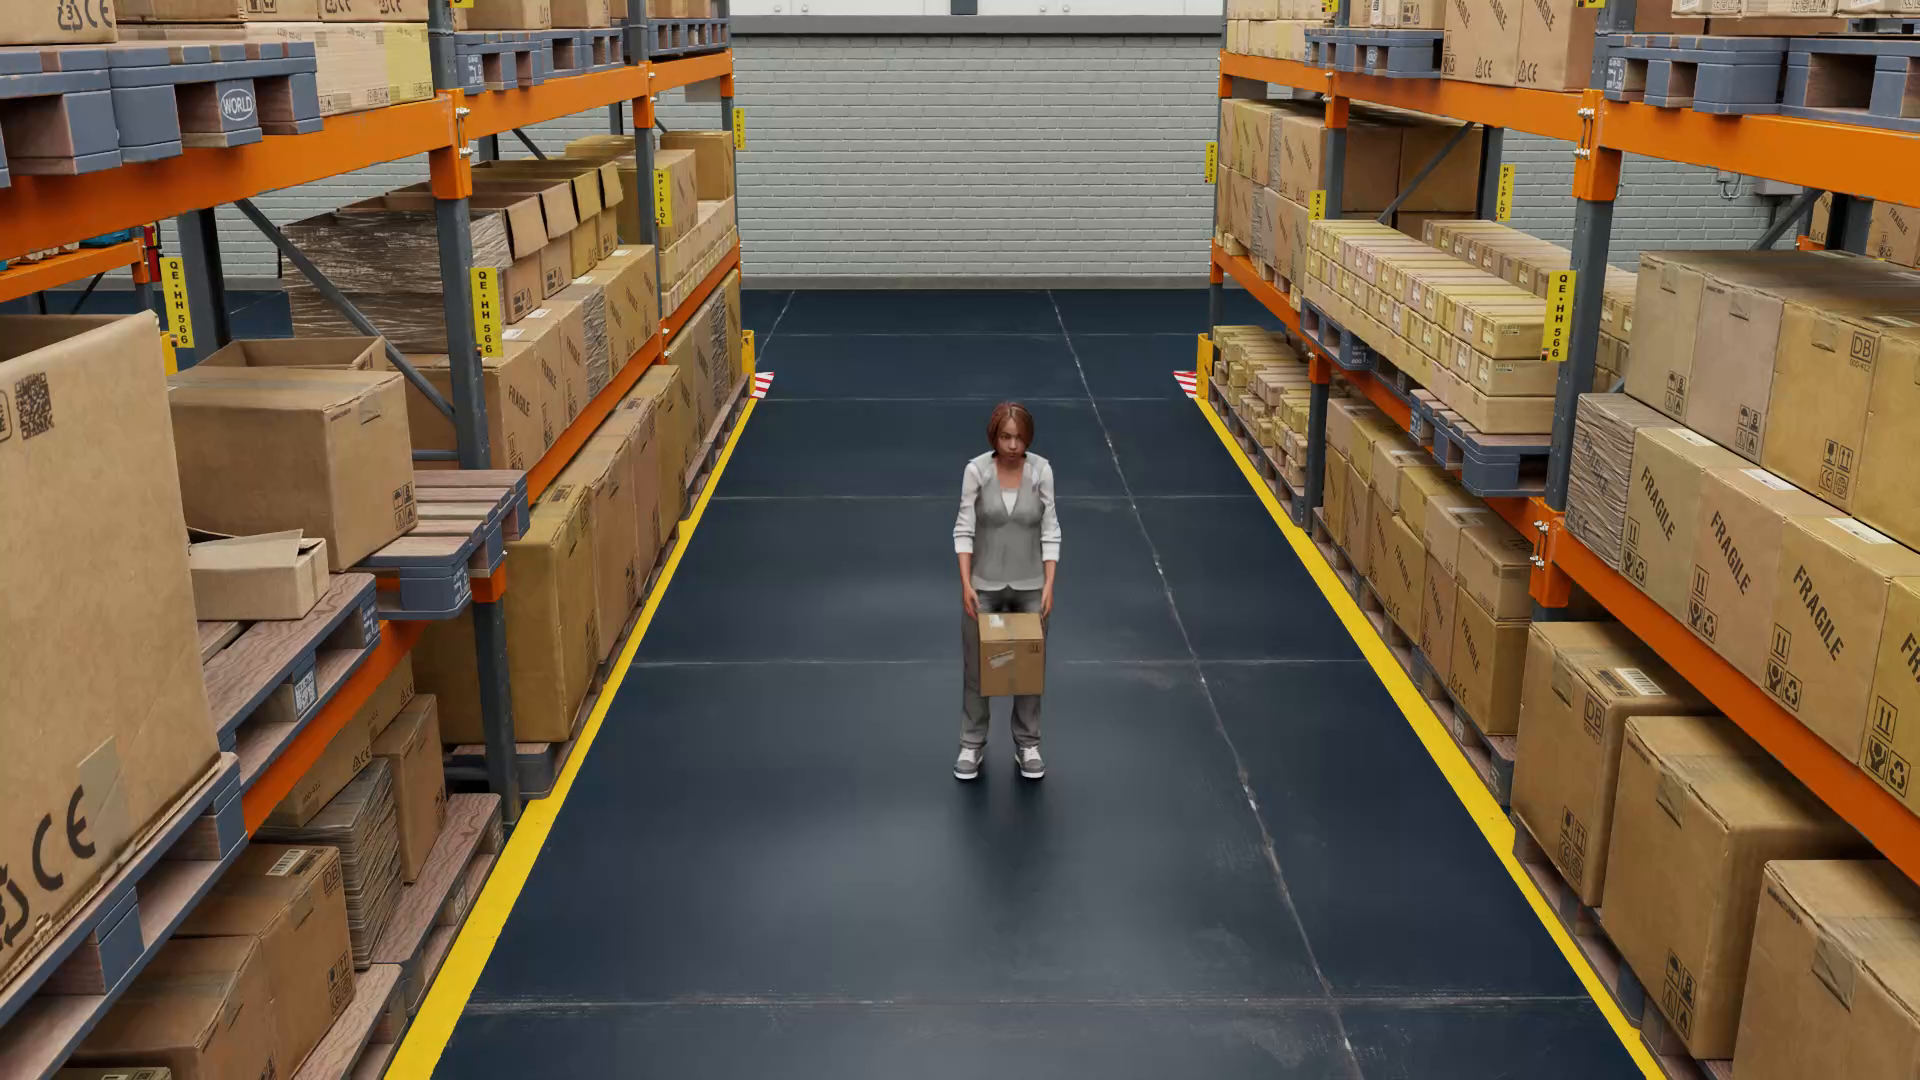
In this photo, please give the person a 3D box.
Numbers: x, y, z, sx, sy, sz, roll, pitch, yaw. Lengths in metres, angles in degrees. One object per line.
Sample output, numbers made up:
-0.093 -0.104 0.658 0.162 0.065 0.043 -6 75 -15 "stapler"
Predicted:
0.189 0.208 6.890 0.434 1.600 0.347 -1 17 -2 "person"
